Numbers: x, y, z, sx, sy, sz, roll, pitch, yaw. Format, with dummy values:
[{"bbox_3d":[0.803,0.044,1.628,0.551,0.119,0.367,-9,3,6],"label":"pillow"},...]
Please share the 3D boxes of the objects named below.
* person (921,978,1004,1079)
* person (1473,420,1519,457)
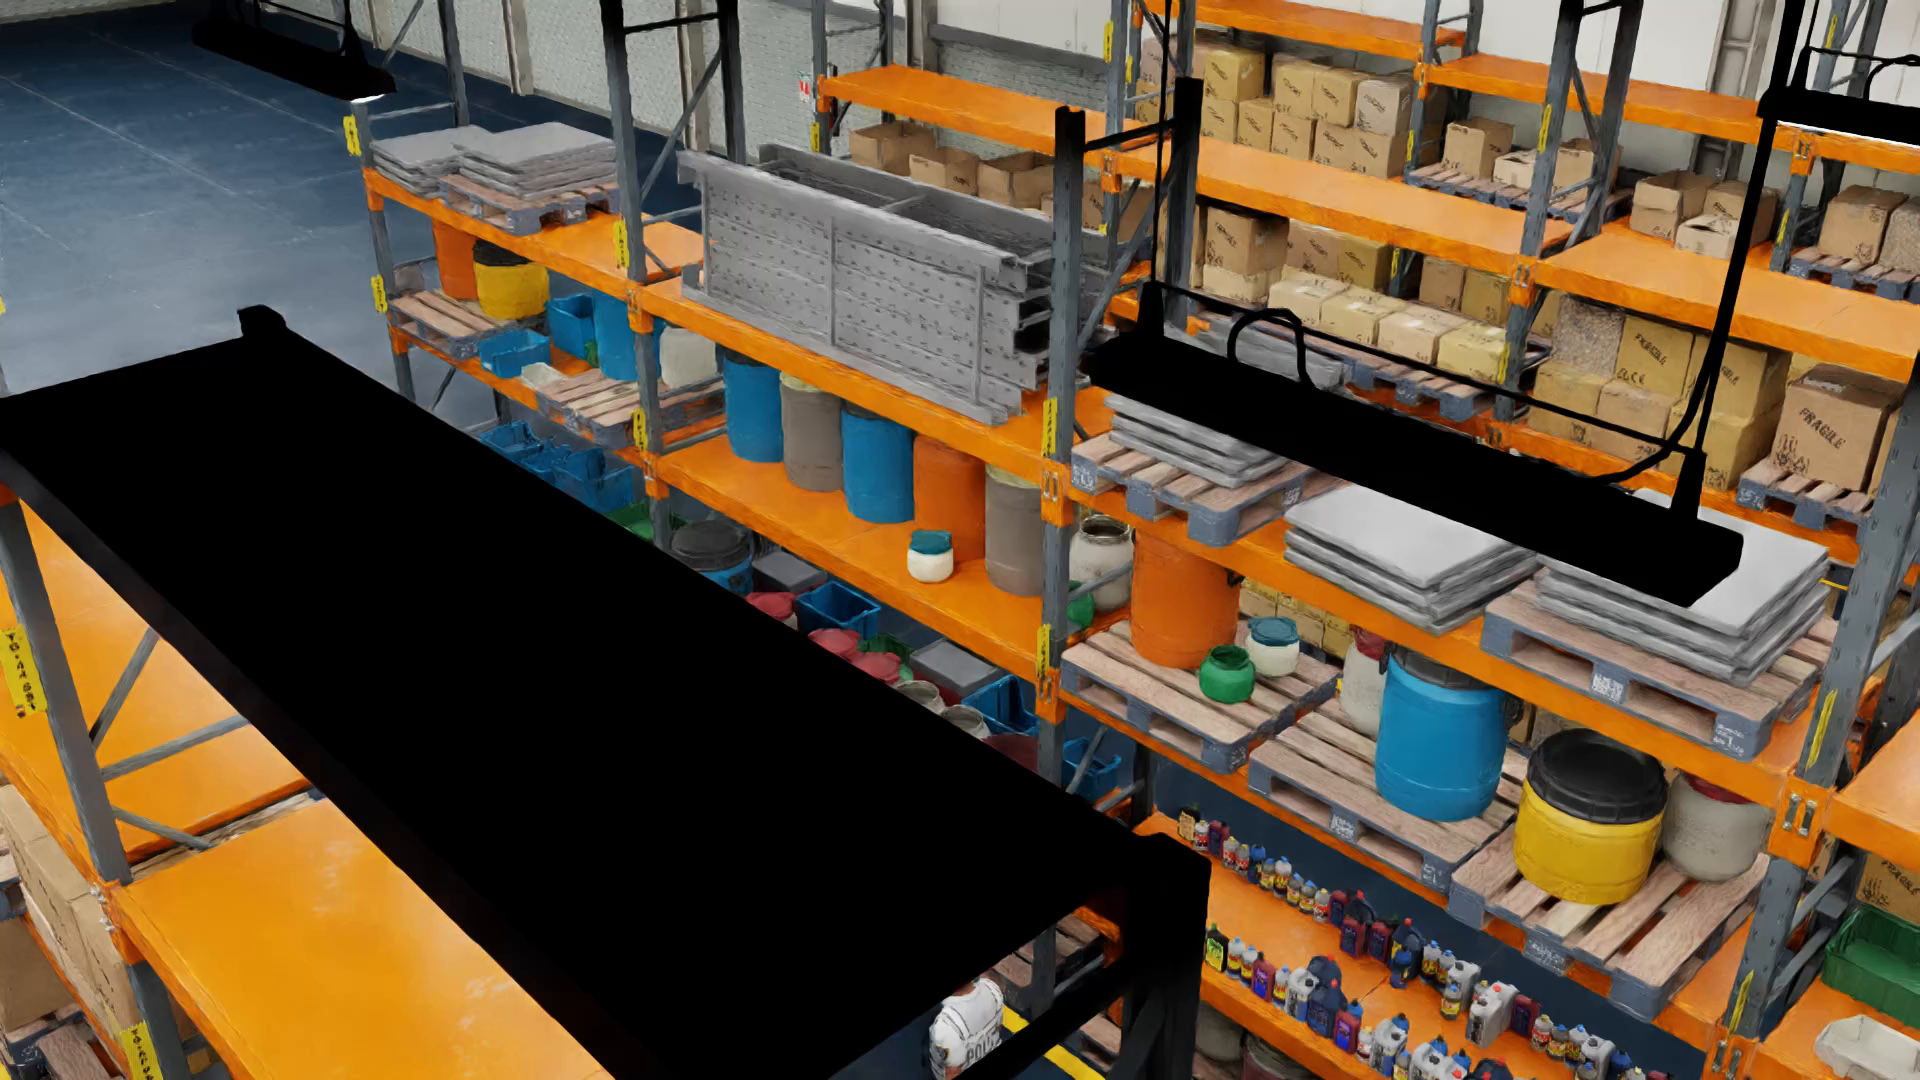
[{"bbox_3d":[0.024,3.003,9.436,1.116,1.670,0.547,24,37,38],"label":"person"},{"bbox_3d":[5.323,-0.800,16.635,0.984,1.597,0.490,20,34,33],"label":"person"}]
